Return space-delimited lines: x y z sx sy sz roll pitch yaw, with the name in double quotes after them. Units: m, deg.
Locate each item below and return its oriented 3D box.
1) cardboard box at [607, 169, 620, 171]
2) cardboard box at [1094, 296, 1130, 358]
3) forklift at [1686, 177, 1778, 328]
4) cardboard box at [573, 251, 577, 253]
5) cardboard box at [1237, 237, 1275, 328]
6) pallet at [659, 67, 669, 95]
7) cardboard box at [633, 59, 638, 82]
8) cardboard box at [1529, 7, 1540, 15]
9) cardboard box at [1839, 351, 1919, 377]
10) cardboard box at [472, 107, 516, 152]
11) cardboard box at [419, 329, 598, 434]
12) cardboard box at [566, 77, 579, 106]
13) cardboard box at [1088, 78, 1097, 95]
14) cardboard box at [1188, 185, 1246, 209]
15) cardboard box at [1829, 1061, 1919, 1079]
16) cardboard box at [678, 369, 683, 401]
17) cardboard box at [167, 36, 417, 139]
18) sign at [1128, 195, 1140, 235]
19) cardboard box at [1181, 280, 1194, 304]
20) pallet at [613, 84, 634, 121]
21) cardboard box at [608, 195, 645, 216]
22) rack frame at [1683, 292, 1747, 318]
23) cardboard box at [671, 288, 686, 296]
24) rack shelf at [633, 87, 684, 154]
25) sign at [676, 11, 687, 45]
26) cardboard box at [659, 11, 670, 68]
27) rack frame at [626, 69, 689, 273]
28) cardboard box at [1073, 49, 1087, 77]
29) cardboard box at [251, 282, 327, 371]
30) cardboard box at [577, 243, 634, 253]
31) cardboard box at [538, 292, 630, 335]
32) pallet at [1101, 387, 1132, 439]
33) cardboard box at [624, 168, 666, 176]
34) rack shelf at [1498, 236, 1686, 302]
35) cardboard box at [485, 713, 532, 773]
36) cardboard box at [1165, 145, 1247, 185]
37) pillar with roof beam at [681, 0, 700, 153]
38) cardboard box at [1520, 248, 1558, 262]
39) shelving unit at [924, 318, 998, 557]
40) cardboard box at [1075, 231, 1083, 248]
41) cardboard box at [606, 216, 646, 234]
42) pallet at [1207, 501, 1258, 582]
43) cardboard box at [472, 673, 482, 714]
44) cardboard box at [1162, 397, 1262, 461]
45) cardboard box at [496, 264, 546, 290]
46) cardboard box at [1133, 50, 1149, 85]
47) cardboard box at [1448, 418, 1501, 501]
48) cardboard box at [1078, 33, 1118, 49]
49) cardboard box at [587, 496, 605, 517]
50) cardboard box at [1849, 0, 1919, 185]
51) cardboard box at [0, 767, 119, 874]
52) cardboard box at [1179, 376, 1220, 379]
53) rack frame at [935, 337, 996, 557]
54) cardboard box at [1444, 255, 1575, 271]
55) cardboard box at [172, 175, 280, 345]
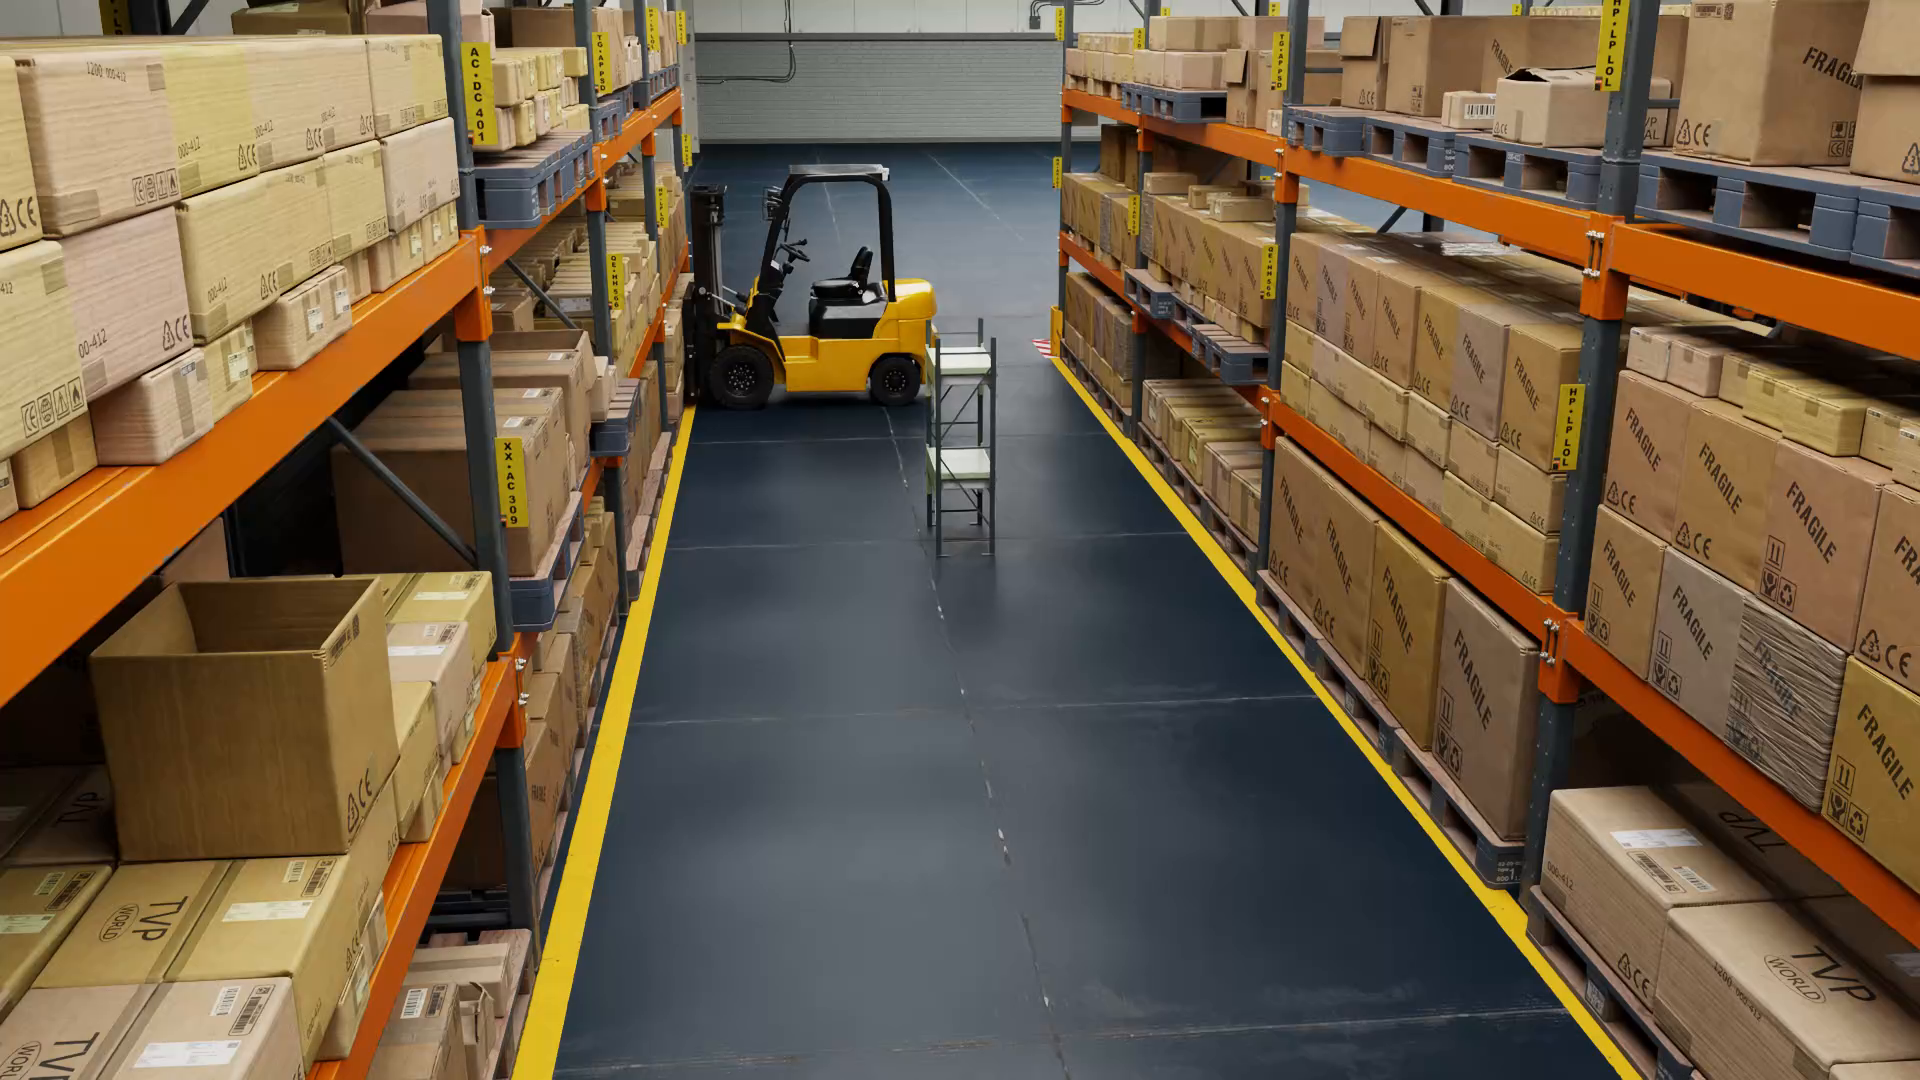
-3.494 -3.506 16.092 0.380 0.149 0.250 -2 18 -5 "cardboard box"
1.552 -2.026 15.759 0.500 0.500 0.500 -1 17 -3 "cardboard box"
5.511 -1.301 10.928 3.031 2.935 1.130 -13 21 -35 "forklift"
-3.110 -2.011 12.492 0.500 0.250 0.500 -2 18 -6 "cardboard box"
2.077 -1.633 10.507 0.500 0.500 0.500 -2 18 -7 "cardboard box"
-3.185 -4.159 15.055 1.003 0.211 1.213 -2 18 -6 "pallet"
-2.533 -3.395 12.026 0.380 0.149 0.250 -2 18 -6 "cardboard box"
6.206 -5.513 17.443 0.380 0.149 0.250 -2 17 -5 "cardboard box"
3.097 -0.520 5.408 0.380 0.149 0.250 -2 18 -6 "cardboard box"
-1.759 -1.431 5.770 0.380 0.149 0.250 -2 17 -5 "cardboard box"
-2.184 -0.731 8.124 0.797 0.503 0.637 -2 18 -7 "cardboard box"
-2.260 -2.413 8.934 0.380 0.149 0.250 -1 17 -5 "cardboard box"
1.424 -4.317 15.833 0.380 0.149 0.250 -2 17 -5 "cardboard box"
1.899 -2.536 12.300 0.380 0.149 0.250 -1 17 -3 "cardboard box"
2.955 1.823 4.438 0.875 0.438 0.875 -1 17 -4 "cardboard box"
-2.737 -1.347 14.850 0.500 0.250 0.500 -2 18 -7 "cardboard box"
-1.771 -1.216 4.455 0.500 0.250 0.500 -2 18 -7 "cardboard box"
1.449 -2.702 13.831 0.100 0.325 0.005 -2 18 -6 "sign"
1.837 -1.825 12.201 0.380 0.149 0.250 -1 17 -4 "cardboard box"
-2.845 -3.231 12.273 0.805 0.209 1.217 -2 18 -8 "pallet"
-2.687 -2.757 13.704 0.380 0.149 0.250 -1 17 -5 "cardboard box"
6.901 -2.491 14.604 1.000 3.000 0.127 -2 18 -6 "rack frame"
-2.883 -2.281 16.156 0.500 0.250 0.500 -2 17 -5 "cardboard box"
-3.155 -3.837 15.086 1.077 0.370 4.000 -2 18 -6 "rack shelf"
-2.820 -5.174 16.795 0.100 0.325 0.005 -2 18 -6 "sign"
-3.067 -4.640 15.405 0.700 0.500 0.500 -2 18 -5 "cardboard box"
-3.362 -3.345 17.325 1.000 3.000 0.127 -2 18 -6 "rack frame"
1.405 -4.693 16.363 0.500 0.250 0.500 -2 18 -6 "cardboard box"
-1.574 -0.452 3.519 0.380 0.149 0.250 -2 18 -6 "cardboard box"
-2.532 -2.036 11.905 0.380 0.149 0.250 -2 18 -5 "cardboard box"
-2.390 -1.418 10.601 0.500 0.250 0.500 -1 17 -4 "cardboard box"
1.883 -1.177 15.073 1.003 0.211 1.213 -2 18 -6 "pallet"
-3.053 -3.518 16.129 0.380 0.149 0.250 -2 18 -5 "cardboard box"
6.695 -2.744 16.610 1.077 0.370 4.000 -2 18 -6 "rack shelf"
-1.896 0.798 6.518 0.380 0.149 0.250 -1 17 -3 "cardboard box"
2.158 -3.113 14.251 0.700 0.500 0.500 -2 18 -6 "cardboard box"
-2.998 -15.043 44.571 9.100 9.000 0.400 -2 18 -6 "pillar with roof beam"
6.624 -2.670 18.018 0.875 0.875 0.875 -2 18 -5 "cardboard box"
-0.001 -0.718 11.459 0.431 1.500 0.755 -2 18 -6 "shelving unit"
1.372 -3.039 16.769 0.380 0.149 0.250 -2 17 -5 "cardboard box"
-2.720 -2.614 13.745 0.380 0.149 0.250 -2 18 -7 "cardboard box"
2.321 -0.019 11.385 1.003 0.211 1.213 -2 18 -6 "pallet"
-1.791 0.514 5.452 0.380 0.149 0.250 -1 17 -4 "cardboard box"
2.122 -0.884 13.172 0.950 0.372 0.625 -1 17 -2 "cardboard box"
-2.920 -1.715 10.881 0.380 0.149 0.250 -2 18 -6 "cardboard box"
1.649 -3.682 12.937 0.500 0.250 0.500 -2 18 -7 "cardboard box"
2.467 -0.364 7.245 0.500 0.250 0.500 -1 17 -4 "cardboard box"
1.409 -5.079 16.929 0.380 0.149 0.250 -2 18 -6 "cardboard box"
-2.233 -0.140 9.504 0.380 0.149 0.250 -3 18 -8 "cardboard box"
2.984 -1.252 4.610 0.797 0.503 0.637 0 17 -1 "cardboard box"
-2.175 0.765 3.986 0.500 0.250 0.500 -2 18 -6 "cardboard box"
2.196 -1.381 14.957 0.500 0.250 0.500 -3 18 -8 "cardboard box"
0.037 -0.609 11.111 0.400 1.500 0.023 -2 18 -6 "rack frame"
2.820 -1.194 8.637 0.500 0.500 0.500 -2 18 -6 "cardboard box"
-1.598 -0.524 3.085 0.500 0.250 0.500 -2 18 -7 "cardboard box"
